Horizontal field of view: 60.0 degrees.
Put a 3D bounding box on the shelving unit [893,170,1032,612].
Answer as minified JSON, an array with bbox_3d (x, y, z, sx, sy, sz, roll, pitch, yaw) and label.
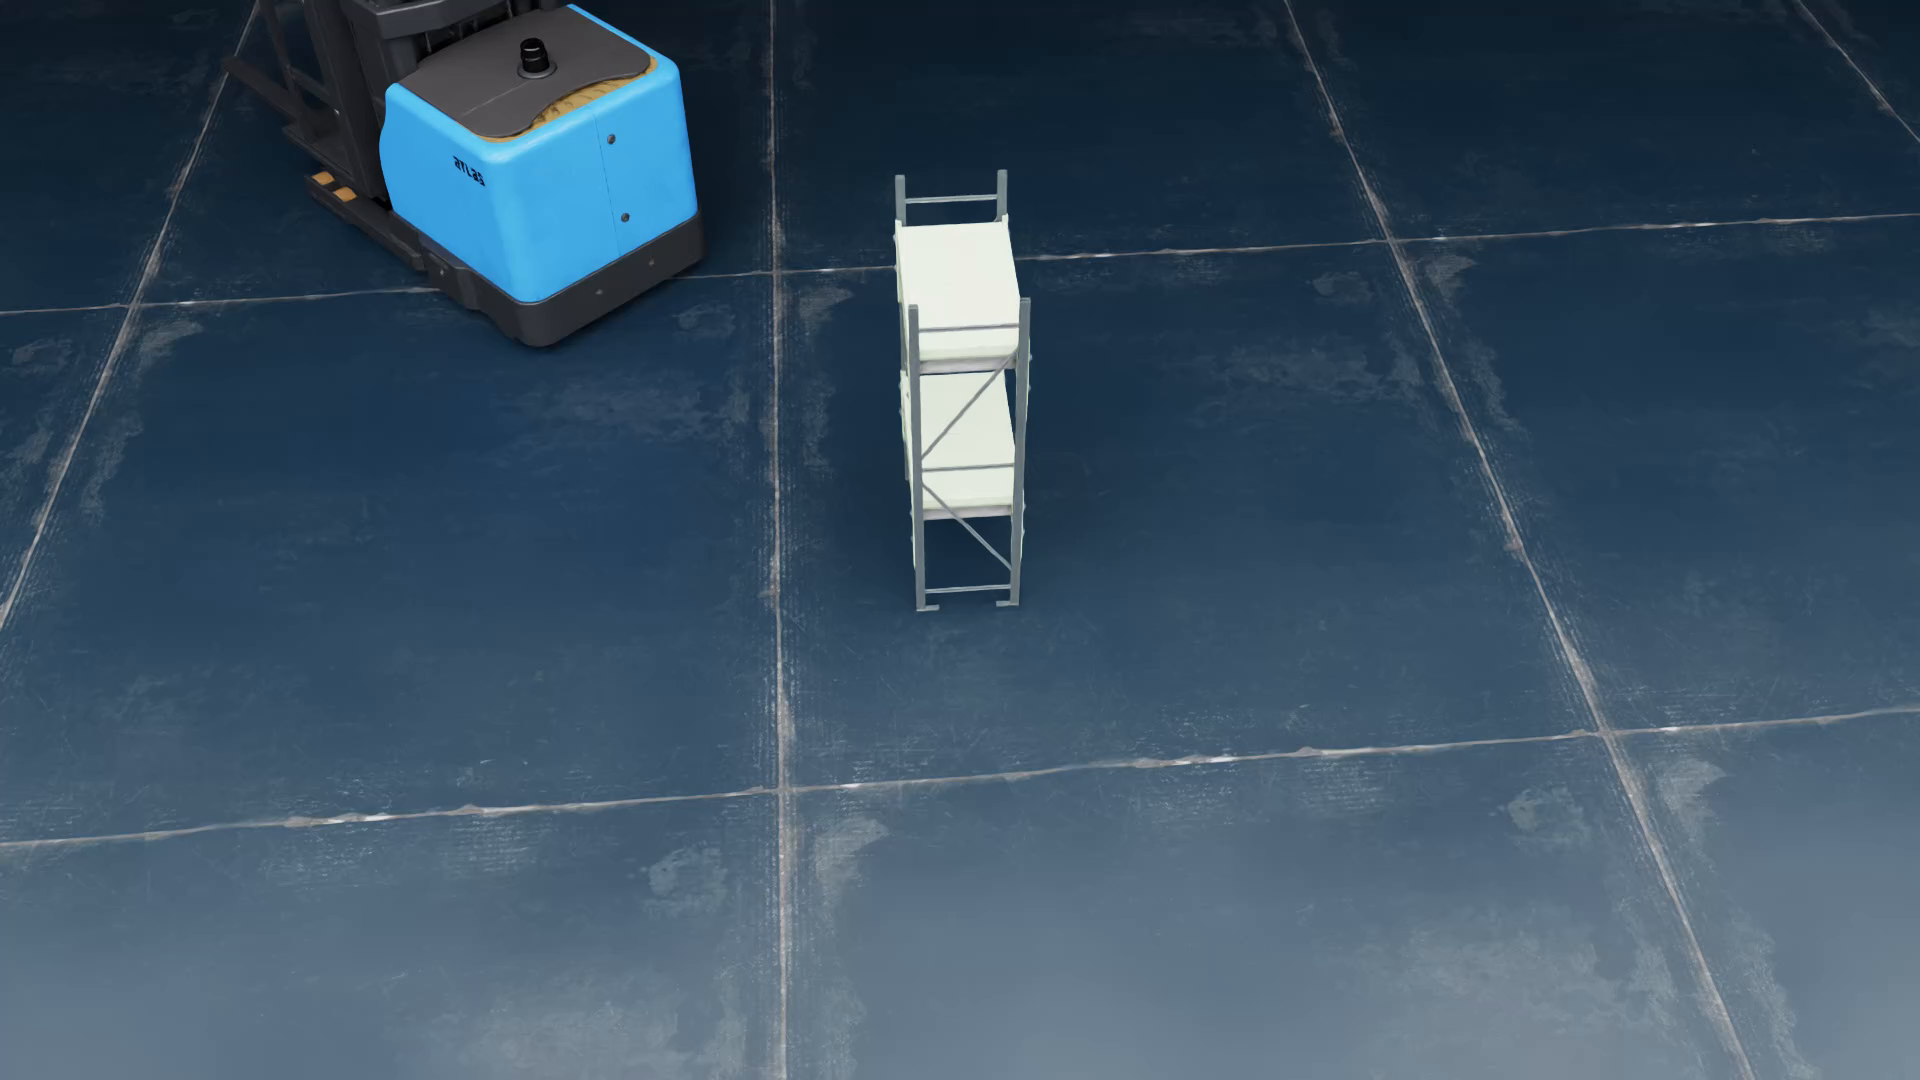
[{"bbox_3d":[-0.001,-0.521,6.210,0.431,1.500,0.755,-3,47,-3],"label":"shelving unit"}]

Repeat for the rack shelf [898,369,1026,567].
[{"bbox_3d":[-0.001,-0.296,6.447,0.431,0.370,0.720,-3,47,-3],"label":"rack shelf"}]

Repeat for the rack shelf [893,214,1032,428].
[{"bbox_3d":[-0.001,-0.789,5.927,0.431,0.370,0.720,-3,47,-3],"label":"rack shelf"}]

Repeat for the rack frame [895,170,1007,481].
[{"bbox_3d":[-0.031,-0.785,6.461,0.400,1.500,0.023,-3,47,-3],"label":"rack frame"}]

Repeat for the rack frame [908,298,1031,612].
[{"bbox_3d":[0.030,-0.256,5.959,0.400,1.500,0.023,-3,47,-3],"label":"rack frame"}]

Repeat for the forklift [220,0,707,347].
[{"bbox_3d":[-2.624,-2.830,7.411,3.031,2.935,1.130,35,56,28],"label":"forklift"}]
